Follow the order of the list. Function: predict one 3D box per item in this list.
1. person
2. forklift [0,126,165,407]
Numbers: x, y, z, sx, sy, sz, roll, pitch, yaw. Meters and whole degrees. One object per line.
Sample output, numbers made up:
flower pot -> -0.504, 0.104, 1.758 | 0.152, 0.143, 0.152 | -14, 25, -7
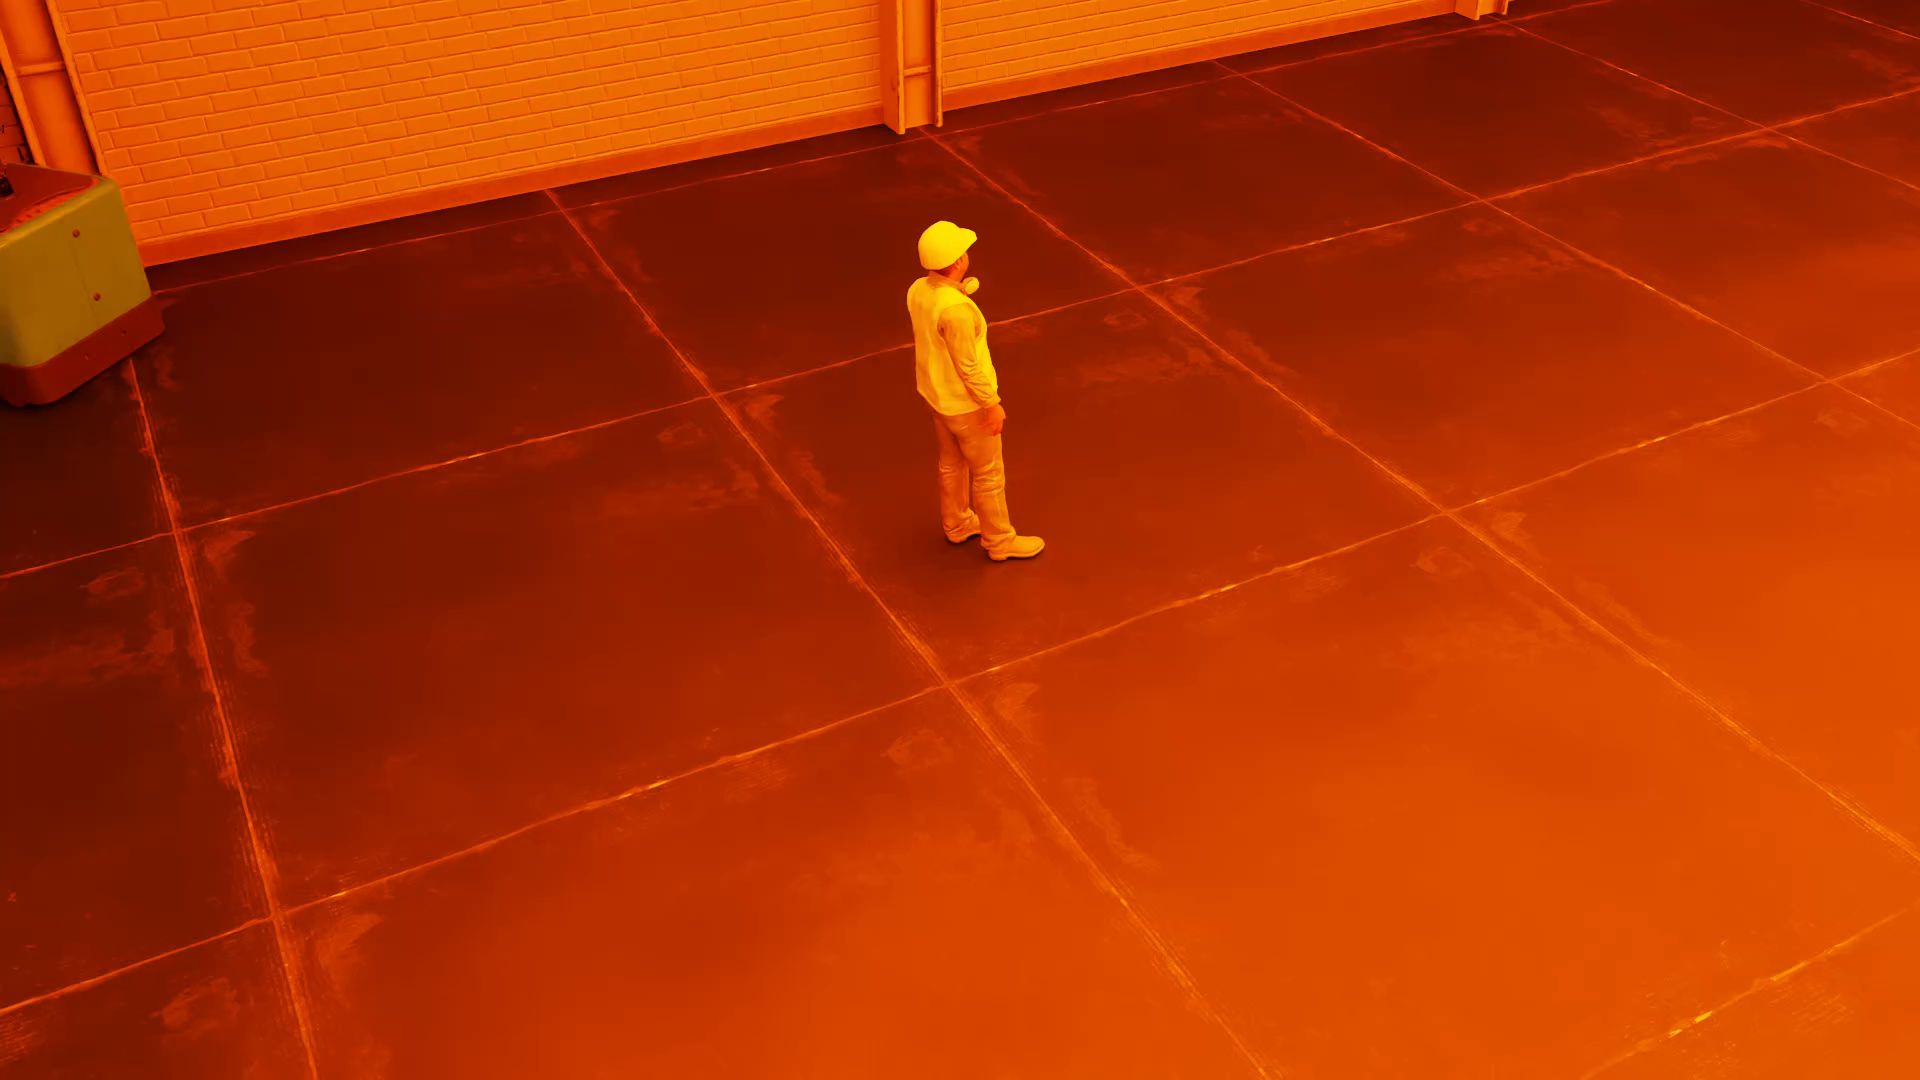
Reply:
person -> 0.060, -0.741, 8.161 | 0.568, 1.773, 0.624 | -17, 39, -23
forklift -> -6.542, -2.479, 9.631 | 3.031, 2.935, 1.130 | 11, 37, 16
